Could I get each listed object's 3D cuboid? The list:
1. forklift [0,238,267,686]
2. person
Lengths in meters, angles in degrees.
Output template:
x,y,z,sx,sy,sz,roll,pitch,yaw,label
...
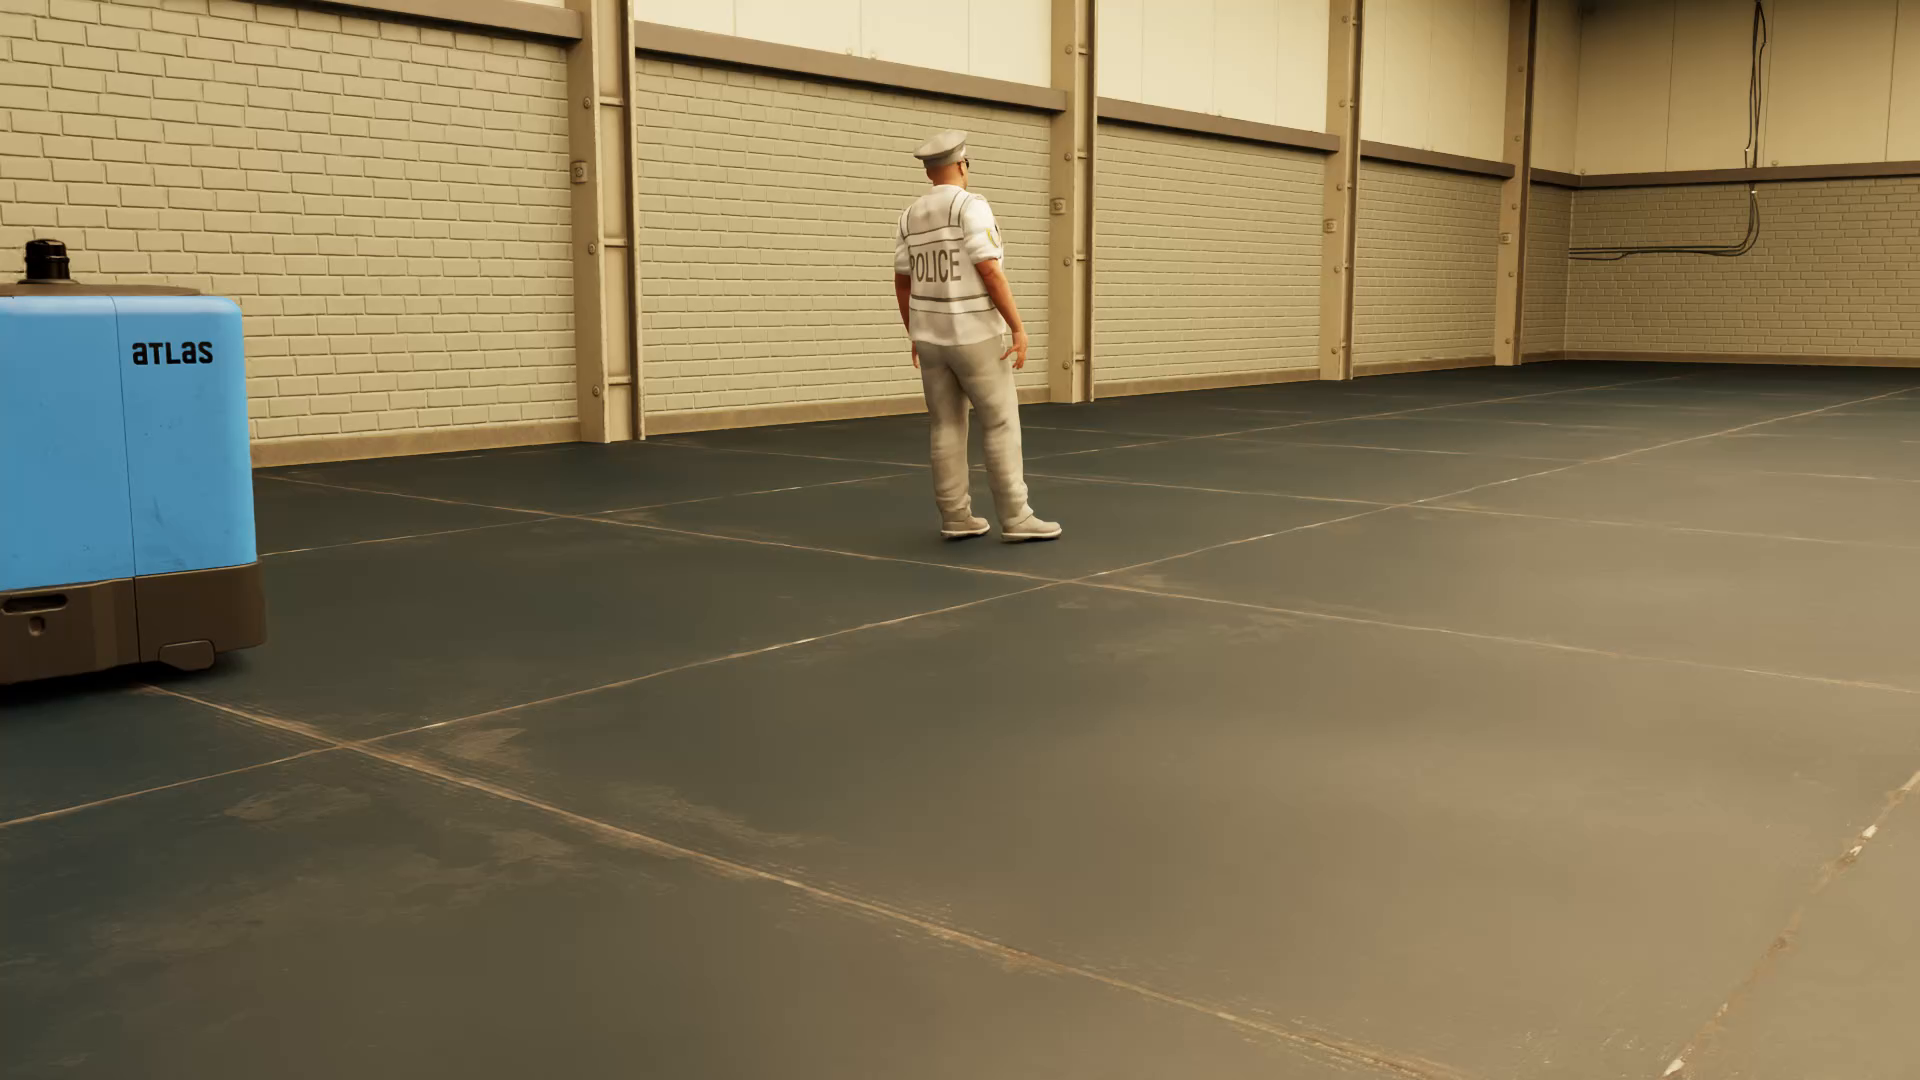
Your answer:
x,y,z,sx,sy,sz,roll,pitch,yaw,label
-3.452,-0.983,4.001,3.031,2.935,1.130,-8,11,-42,forklift
0.058,-0.896,7.327,0.640,1.781,0.575,7,11,38,person
